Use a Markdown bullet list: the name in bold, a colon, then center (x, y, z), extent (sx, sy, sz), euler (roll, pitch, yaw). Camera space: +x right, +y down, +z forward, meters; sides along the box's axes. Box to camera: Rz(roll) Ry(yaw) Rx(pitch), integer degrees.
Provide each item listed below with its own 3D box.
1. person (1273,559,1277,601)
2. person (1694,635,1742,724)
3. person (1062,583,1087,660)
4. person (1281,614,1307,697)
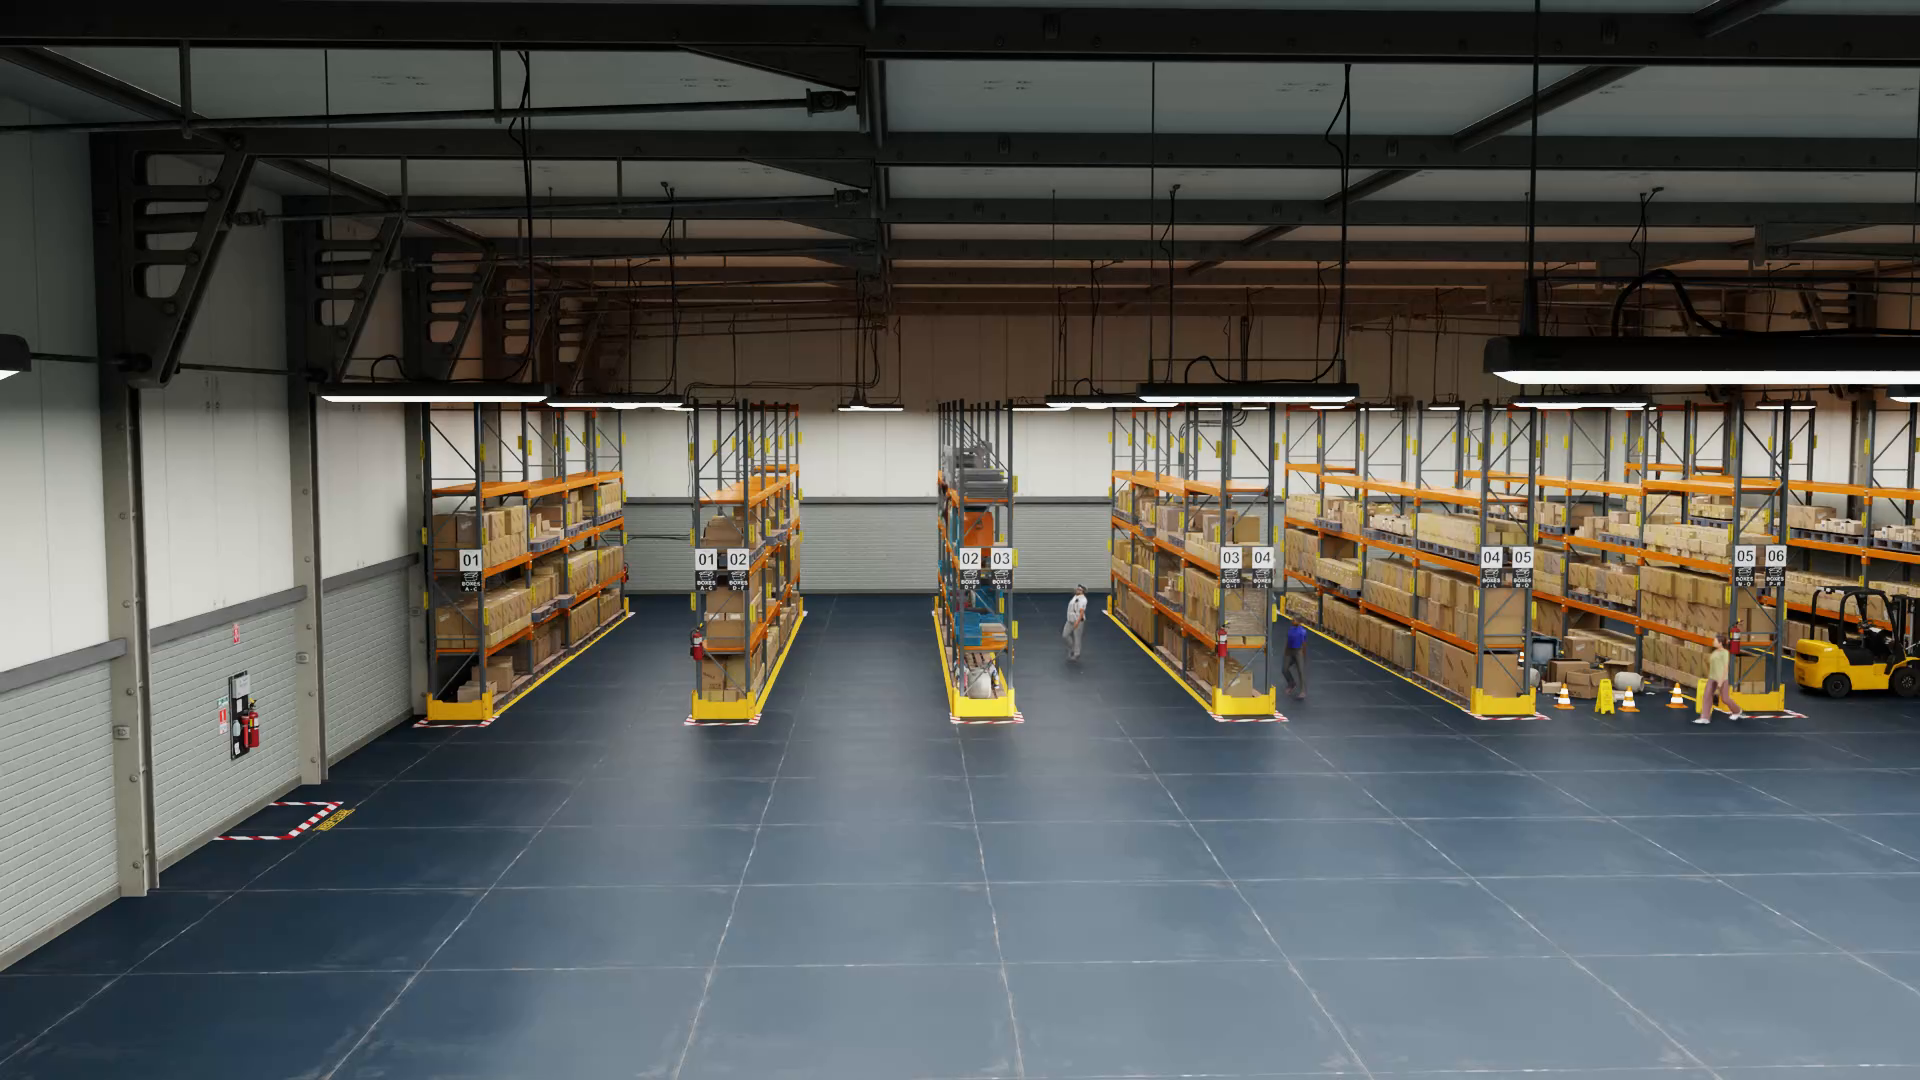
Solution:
- **person**: center (9.047, 1.134, 48.752), extent (0.576, 1.766, 0.610), euler (-1, 4, -9)
- **person**: center (14.025, 2.568, 30.675), extent (0.953, 1.644, 0.420), euler (-2, 5, -25)
- **person**: center (2.684, 1.891, 38.509), extent (0.519, 1.799, 0.565), euler (-4, 6, -40)
- **person**: center (6.793, 2.360, 33.648), extent (0.381, 1.620, 0.564), euler (-4, 6, -44)
